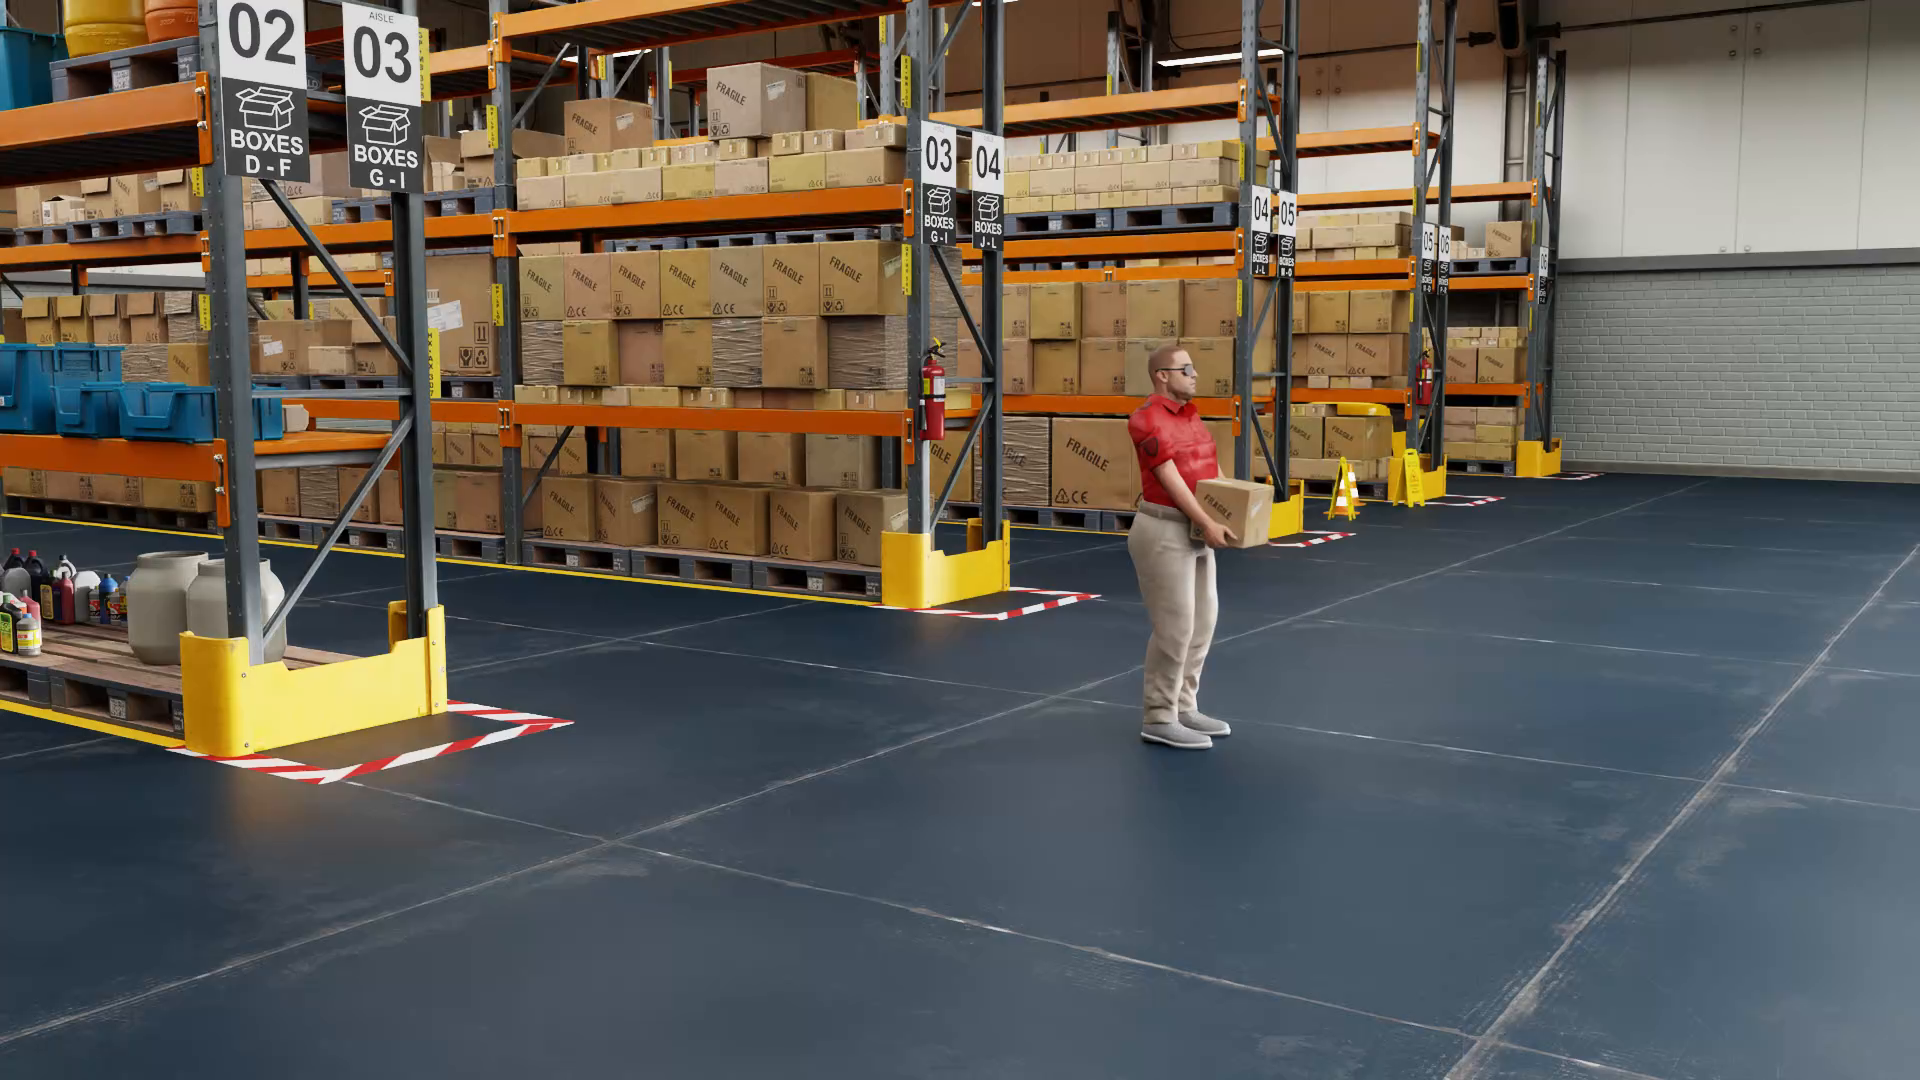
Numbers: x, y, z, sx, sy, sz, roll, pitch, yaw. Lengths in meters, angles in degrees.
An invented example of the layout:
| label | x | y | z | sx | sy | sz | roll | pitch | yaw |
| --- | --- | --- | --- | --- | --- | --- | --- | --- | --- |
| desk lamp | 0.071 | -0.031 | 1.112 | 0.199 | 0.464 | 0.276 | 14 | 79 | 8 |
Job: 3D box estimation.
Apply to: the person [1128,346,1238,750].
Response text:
| label | x | y | z | sx | sy | sz | roll | pitch | yaw |
| --- | --- | --- | --- | --- | --- | --- | --- | --- | --- |
| person | 1.021 | 0.022 | 7.209 | 0.531 | 1.719 | 0.494 | 4 | 8 | 34 |
